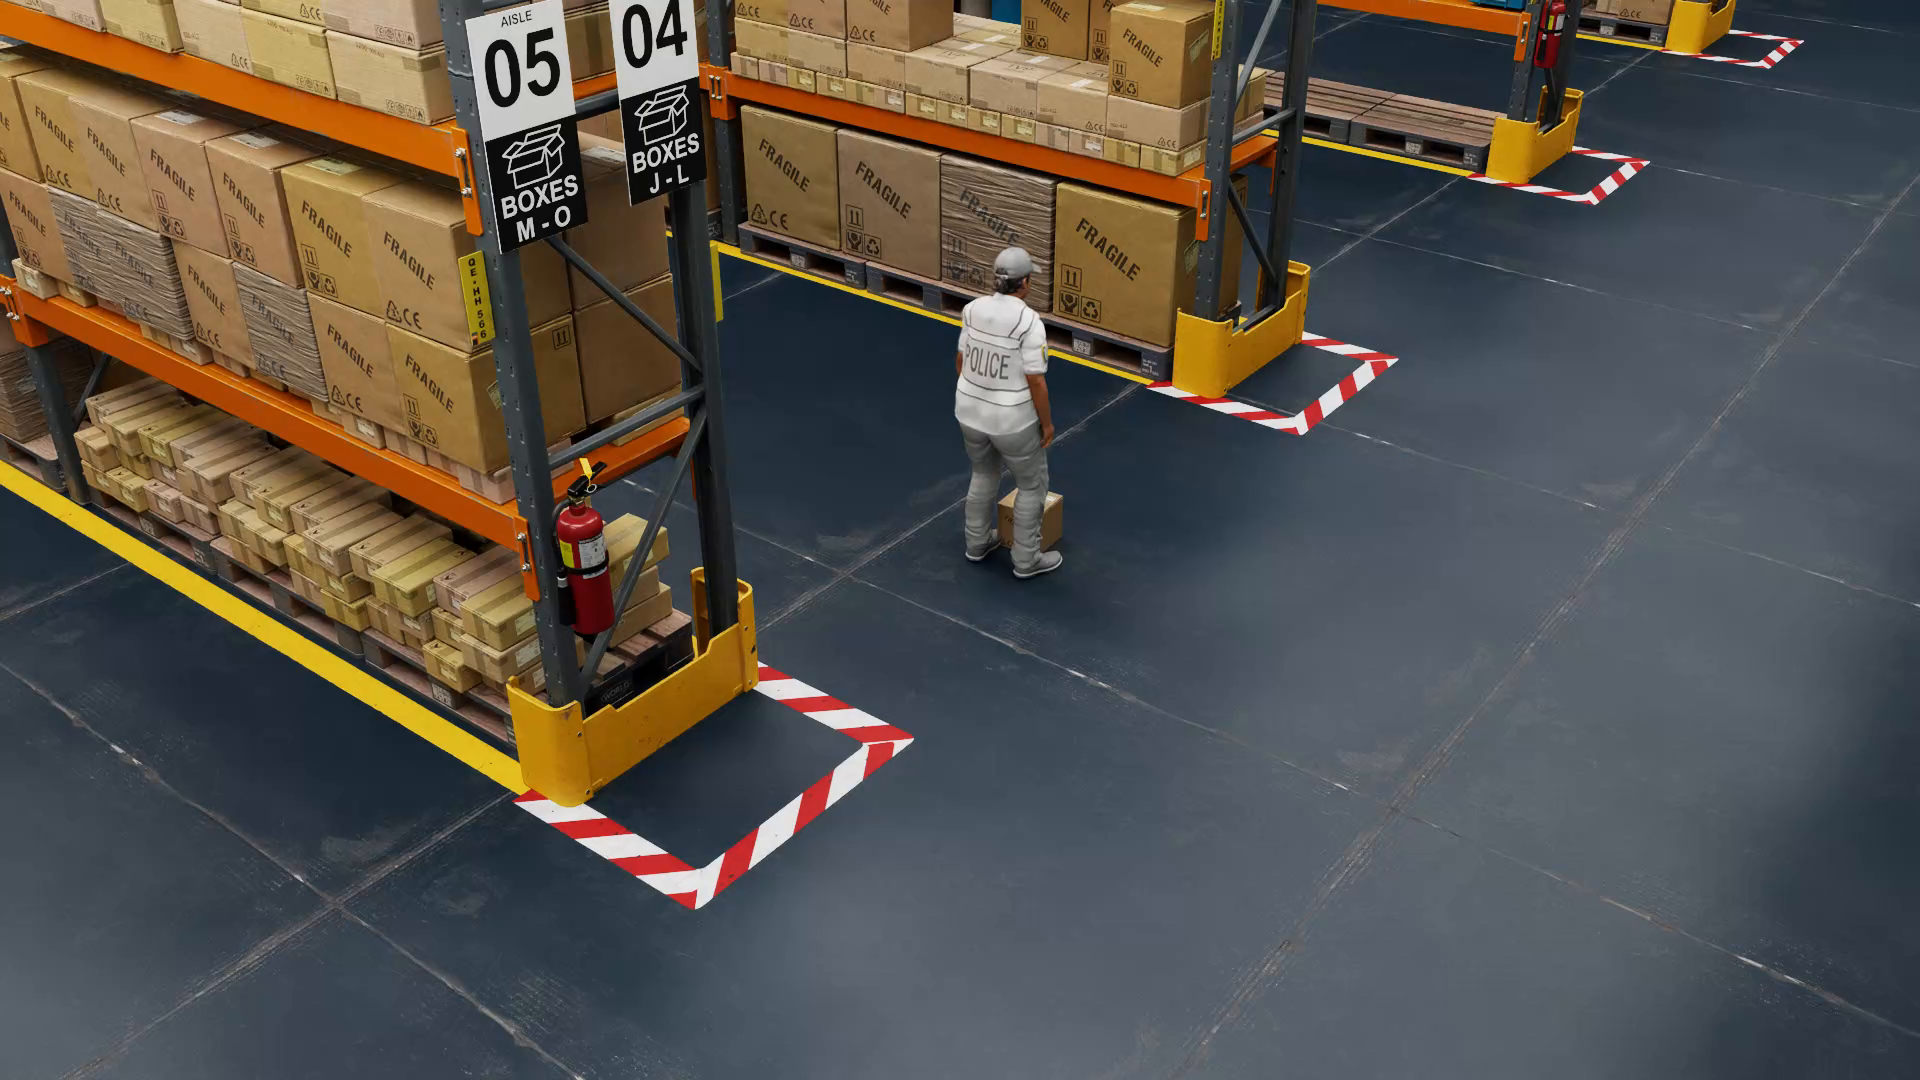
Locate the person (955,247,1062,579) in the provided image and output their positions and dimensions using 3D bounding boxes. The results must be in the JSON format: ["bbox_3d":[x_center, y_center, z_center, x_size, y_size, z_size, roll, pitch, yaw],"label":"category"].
[{"bbox_3d":[0.237,-0.616,8.148,0.537,1.666,0.467,22,37,31],"label":"person"}]
